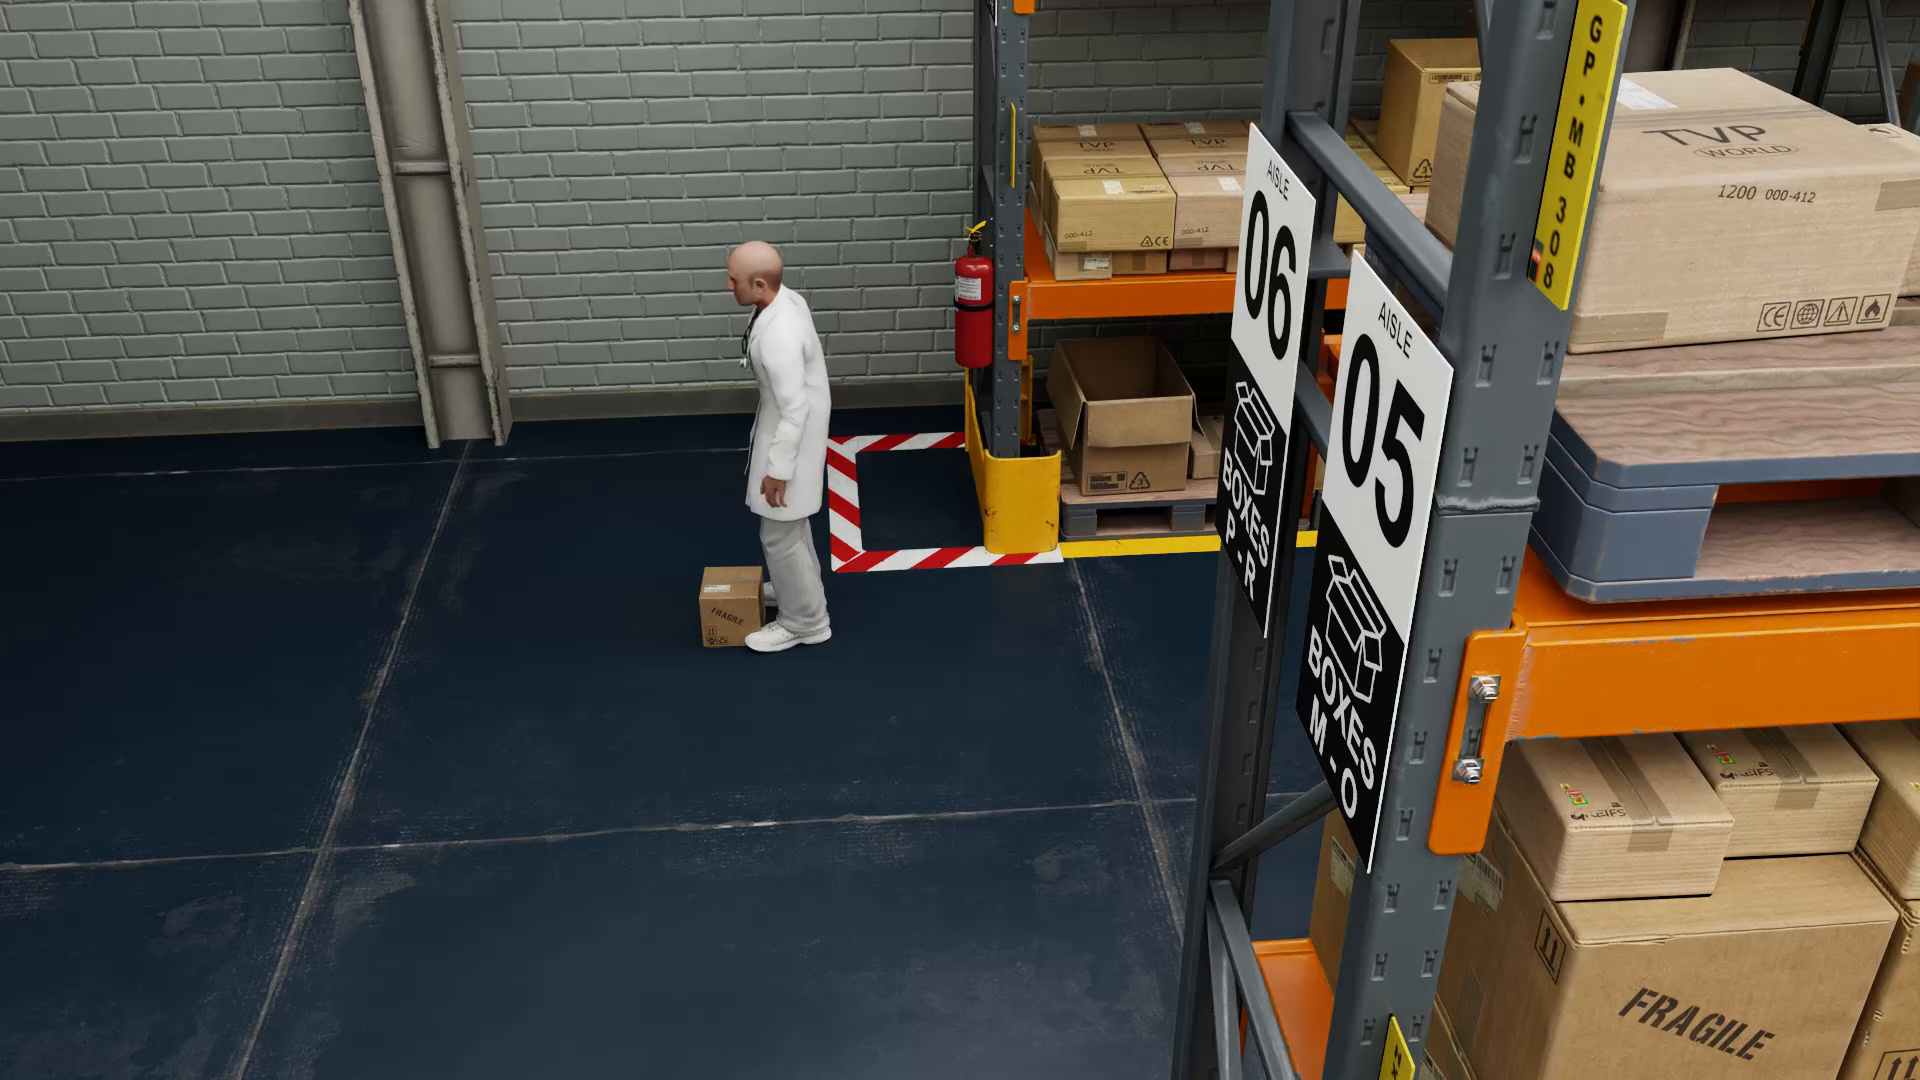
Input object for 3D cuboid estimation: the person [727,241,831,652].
[{"bbox_3d":[-0.728,-0.382,6.791,0.416,1.774,0.652,-3,31,-5],"label":"person"}]
